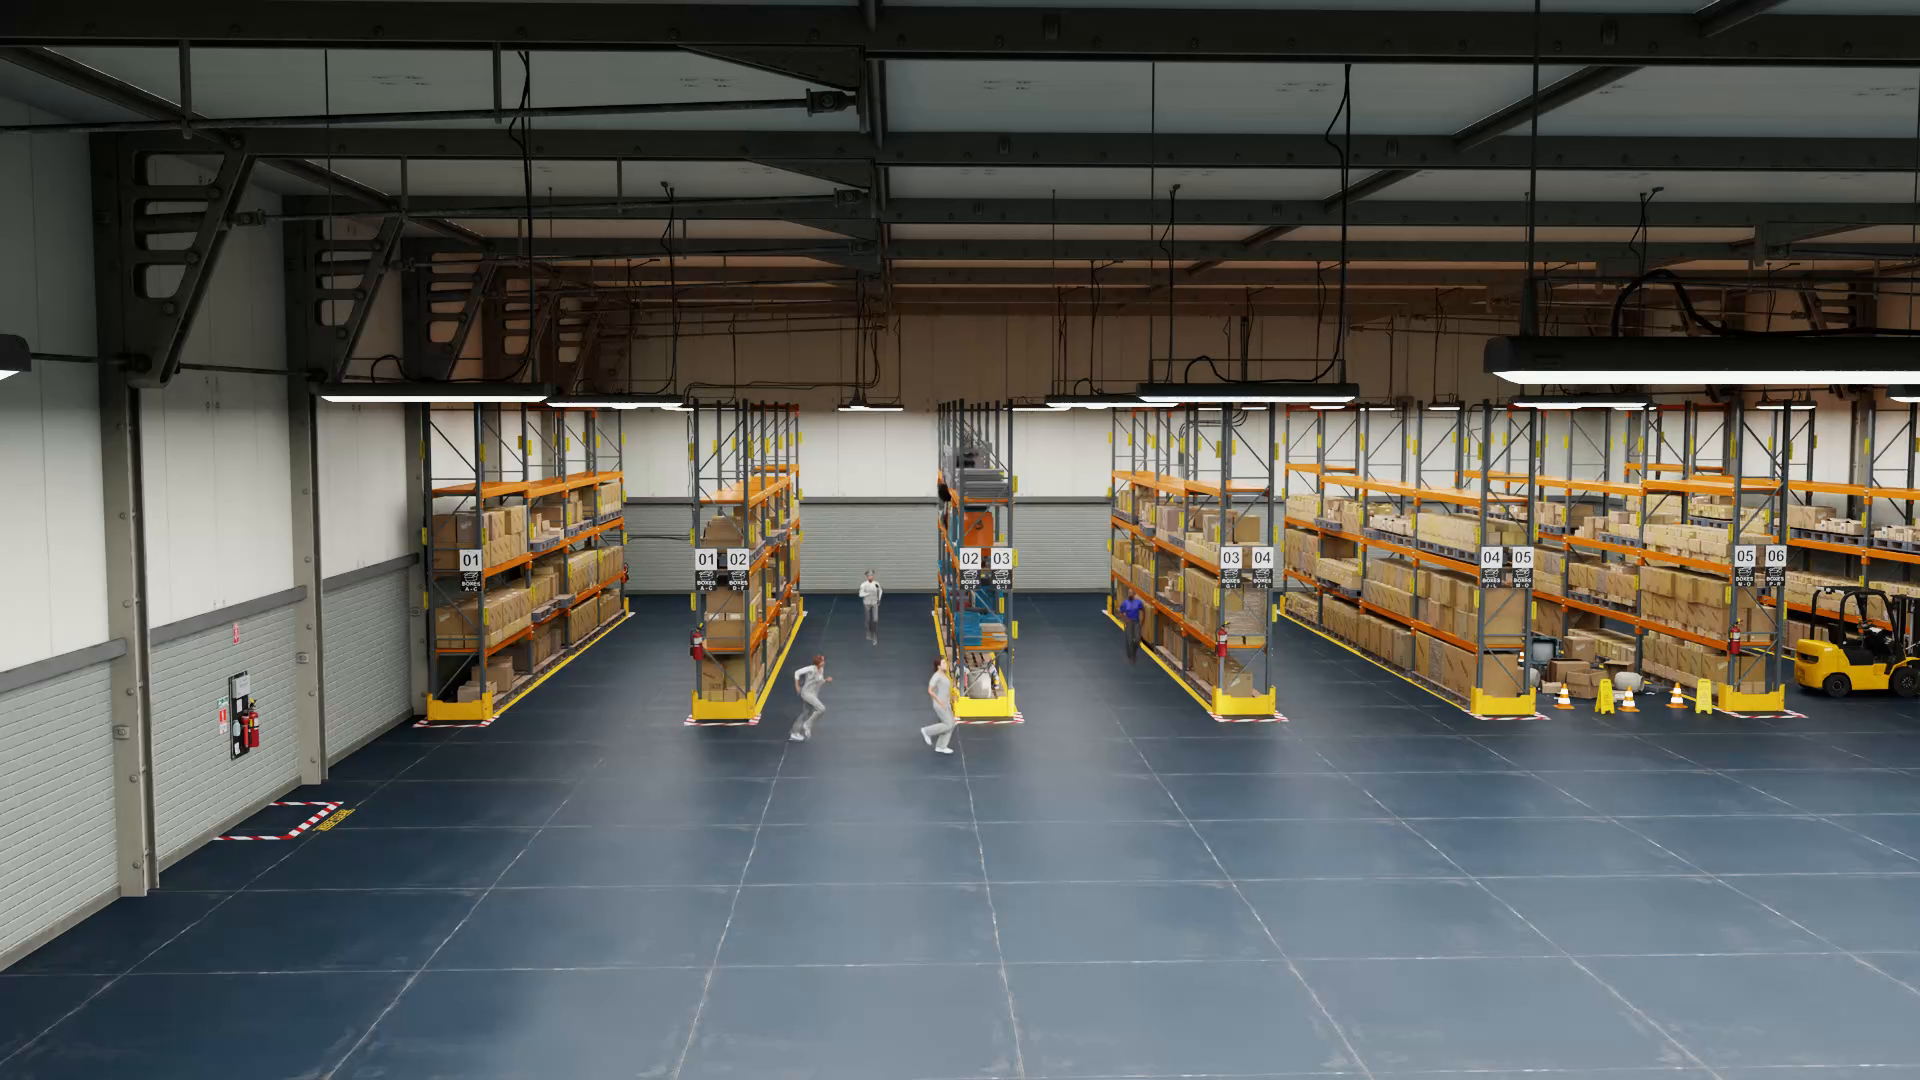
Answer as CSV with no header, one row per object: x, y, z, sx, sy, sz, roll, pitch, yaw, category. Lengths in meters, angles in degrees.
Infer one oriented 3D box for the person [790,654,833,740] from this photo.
-2.603,2.834,29.023,0.805,1.335,0.525,1,5,18,person

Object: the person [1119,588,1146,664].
3.765,1.888,36.224,0.590,1.661,0.572,0,4,0,person

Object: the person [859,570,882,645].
-2.109,1.601,39.631,0.592,1.790,0.666,-1,4,-12,person

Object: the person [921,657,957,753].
-0.350,2.784,28.105,0.570,1.627,0.570,2,5,19,person
